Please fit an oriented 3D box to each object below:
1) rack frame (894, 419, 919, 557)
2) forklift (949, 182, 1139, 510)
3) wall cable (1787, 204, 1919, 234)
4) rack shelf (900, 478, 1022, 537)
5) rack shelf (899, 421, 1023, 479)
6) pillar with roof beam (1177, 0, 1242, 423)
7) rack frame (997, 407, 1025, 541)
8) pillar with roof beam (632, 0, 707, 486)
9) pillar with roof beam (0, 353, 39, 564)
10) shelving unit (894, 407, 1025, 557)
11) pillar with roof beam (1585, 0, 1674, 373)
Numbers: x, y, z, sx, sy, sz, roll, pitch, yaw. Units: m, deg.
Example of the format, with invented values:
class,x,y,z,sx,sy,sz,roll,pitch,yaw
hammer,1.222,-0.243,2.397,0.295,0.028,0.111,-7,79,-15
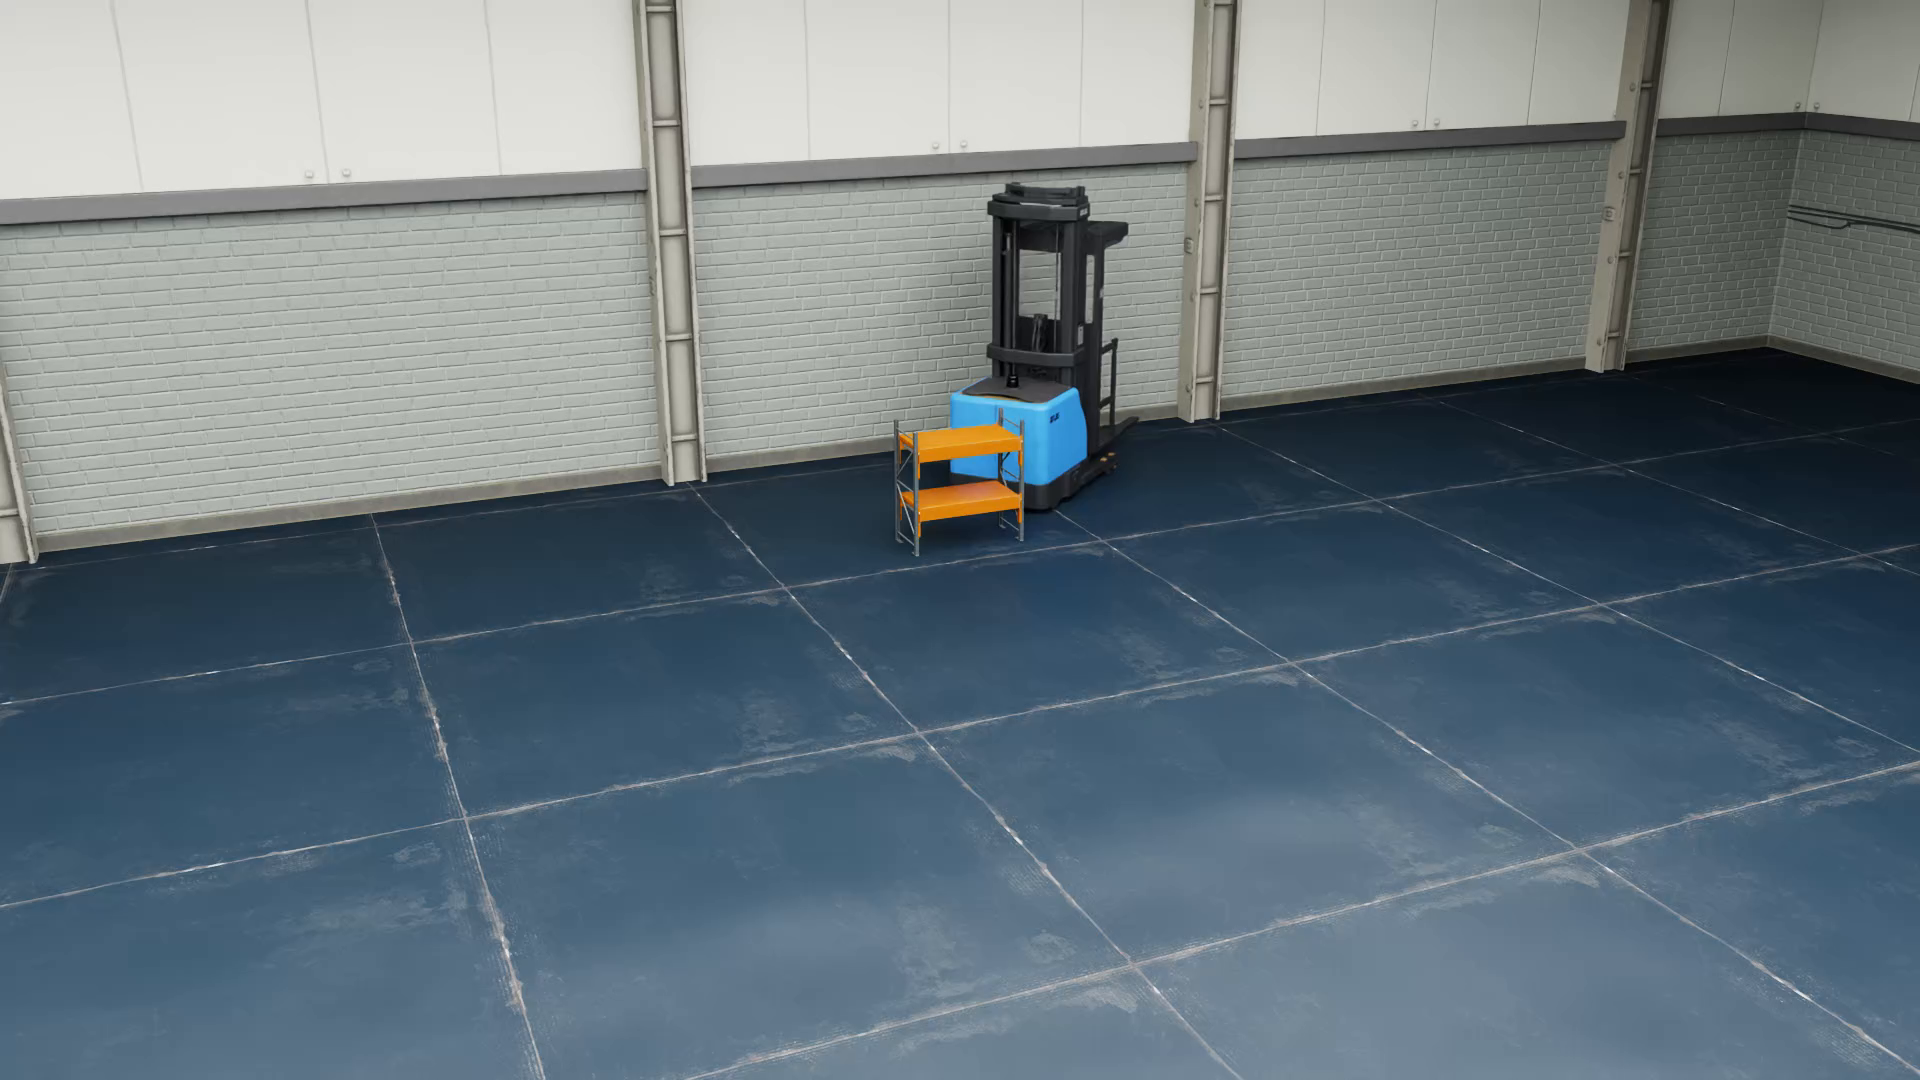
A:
class,x,y,z,sx,sy,sz,roll,pitch,yaw
rack frame,-0.473,-0.463,14.676,0.032,1.125,0.500,-8,21,-22
forklift,0.993,-2.116,16.652,1.130,2.935,3.031,9,21,25
wall cable,11.463,-4.955,20.254,0.112,2.526,3.097,-8,21,-22
rack shelf,-0.006,-0.299,14.947,1.000,0.278,0.538,-8,21,-22
rack shelf,-0.006,-0.806,14.769,1.000,0.278,0.538,-8,21,-22
pillar with roof beam,4.430,-4.333,13.813,0.400,9.000,9.100,-8,21,-22
rack frame,0.461,-0.597,15.056,0.032,1.125,0.500,-8,21,-22
pillar with roof beam,-1.079,-3.544,11.571,0.400,9.000,9.100,-8,21,-22
pillar with roof beam,-6.588,-2.755,9.329,0.400,9.000,9.100,-8,21,-22
shelving unit,-0.006,-0.530,14.866,1.048,1.125,0.538,-8,21,-22
pillar with roof beam,9.940,-5.123,16.054,0.400,9.000,9.100,-8,21,-22
